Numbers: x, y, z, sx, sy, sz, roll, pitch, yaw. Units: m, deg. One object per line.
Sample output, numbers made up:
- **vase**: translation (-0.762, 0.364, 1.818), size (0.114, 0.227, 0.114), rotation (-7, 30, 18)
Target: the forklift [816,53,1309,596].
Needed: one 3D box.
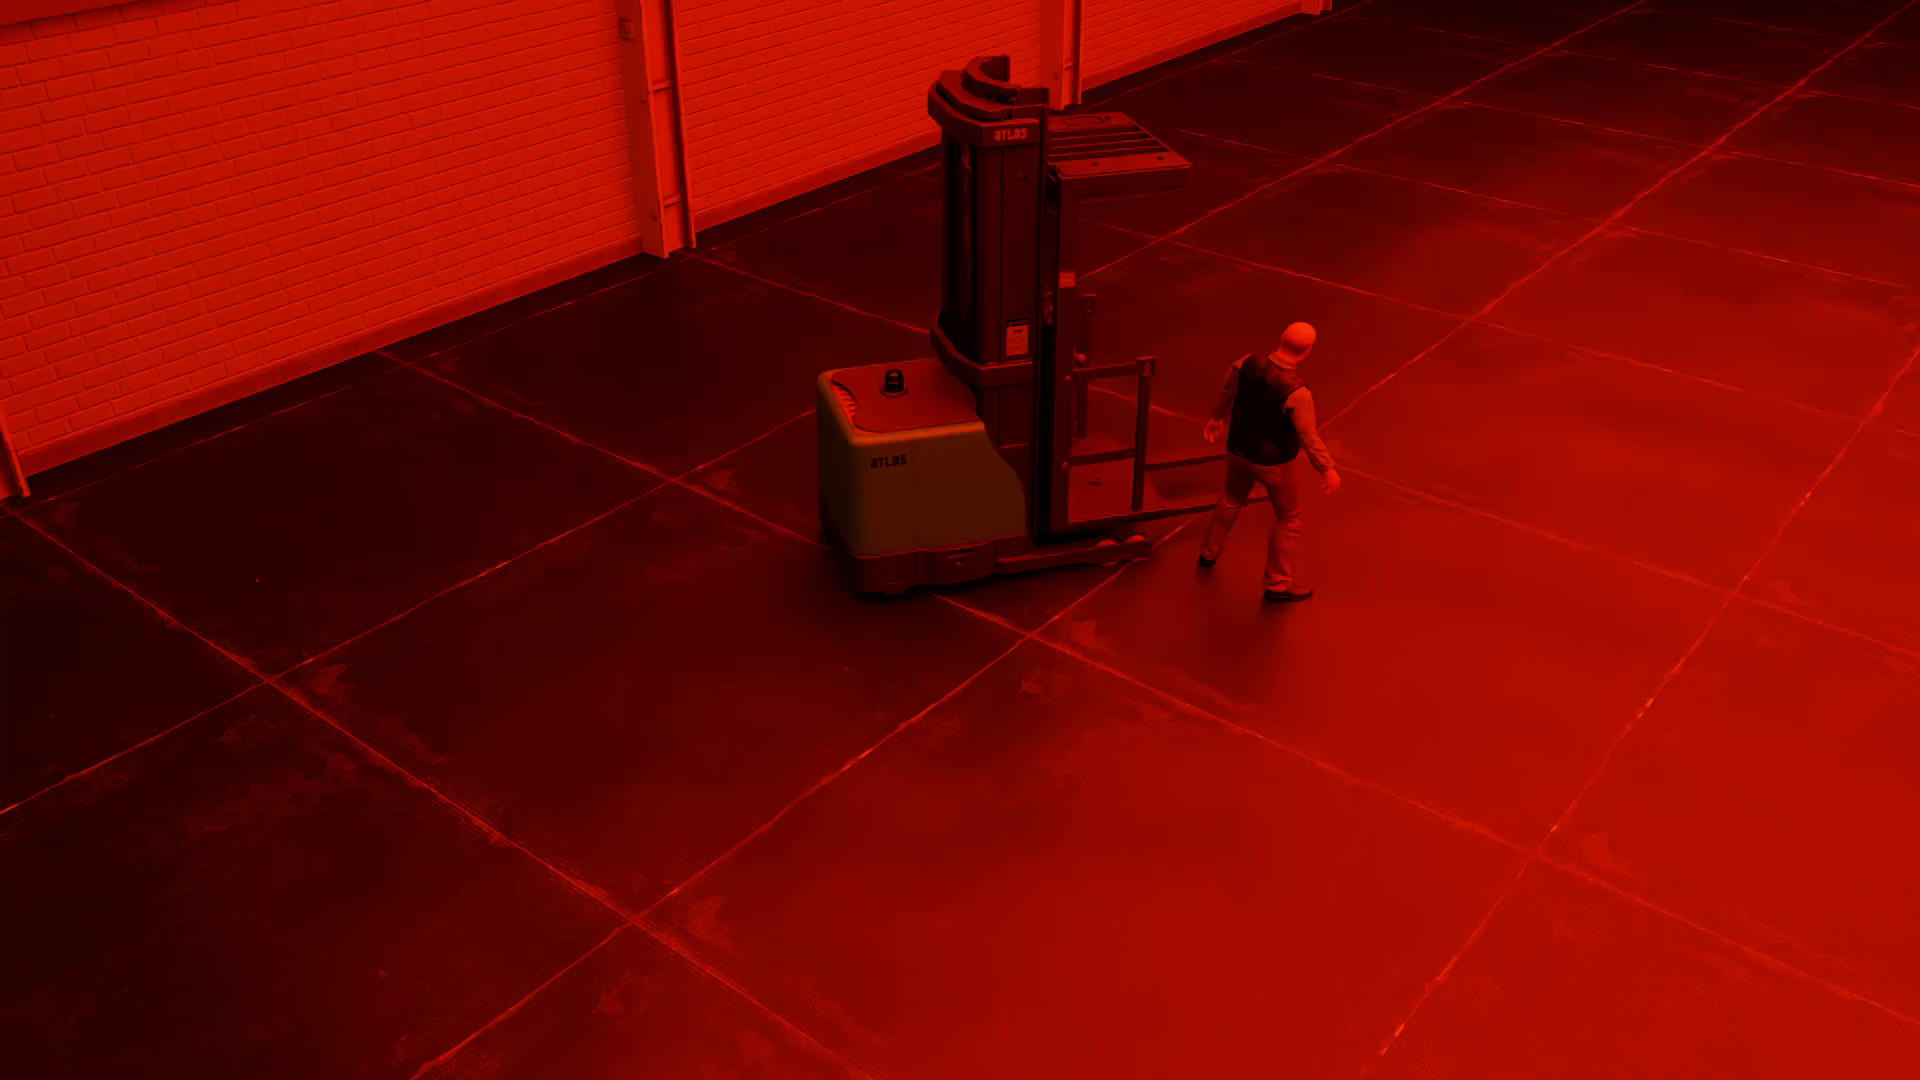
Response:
- **forklift**: translation (0.683, -1.347, 9.901), size (3.031, 2.935, 1.130), rotation (-8, 31, -14)

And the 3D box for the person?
- **person**: translation (1.786, -0.490, 9.691), size (0.373, 1.678, 0.894), rotation (-22, 37, -33)
